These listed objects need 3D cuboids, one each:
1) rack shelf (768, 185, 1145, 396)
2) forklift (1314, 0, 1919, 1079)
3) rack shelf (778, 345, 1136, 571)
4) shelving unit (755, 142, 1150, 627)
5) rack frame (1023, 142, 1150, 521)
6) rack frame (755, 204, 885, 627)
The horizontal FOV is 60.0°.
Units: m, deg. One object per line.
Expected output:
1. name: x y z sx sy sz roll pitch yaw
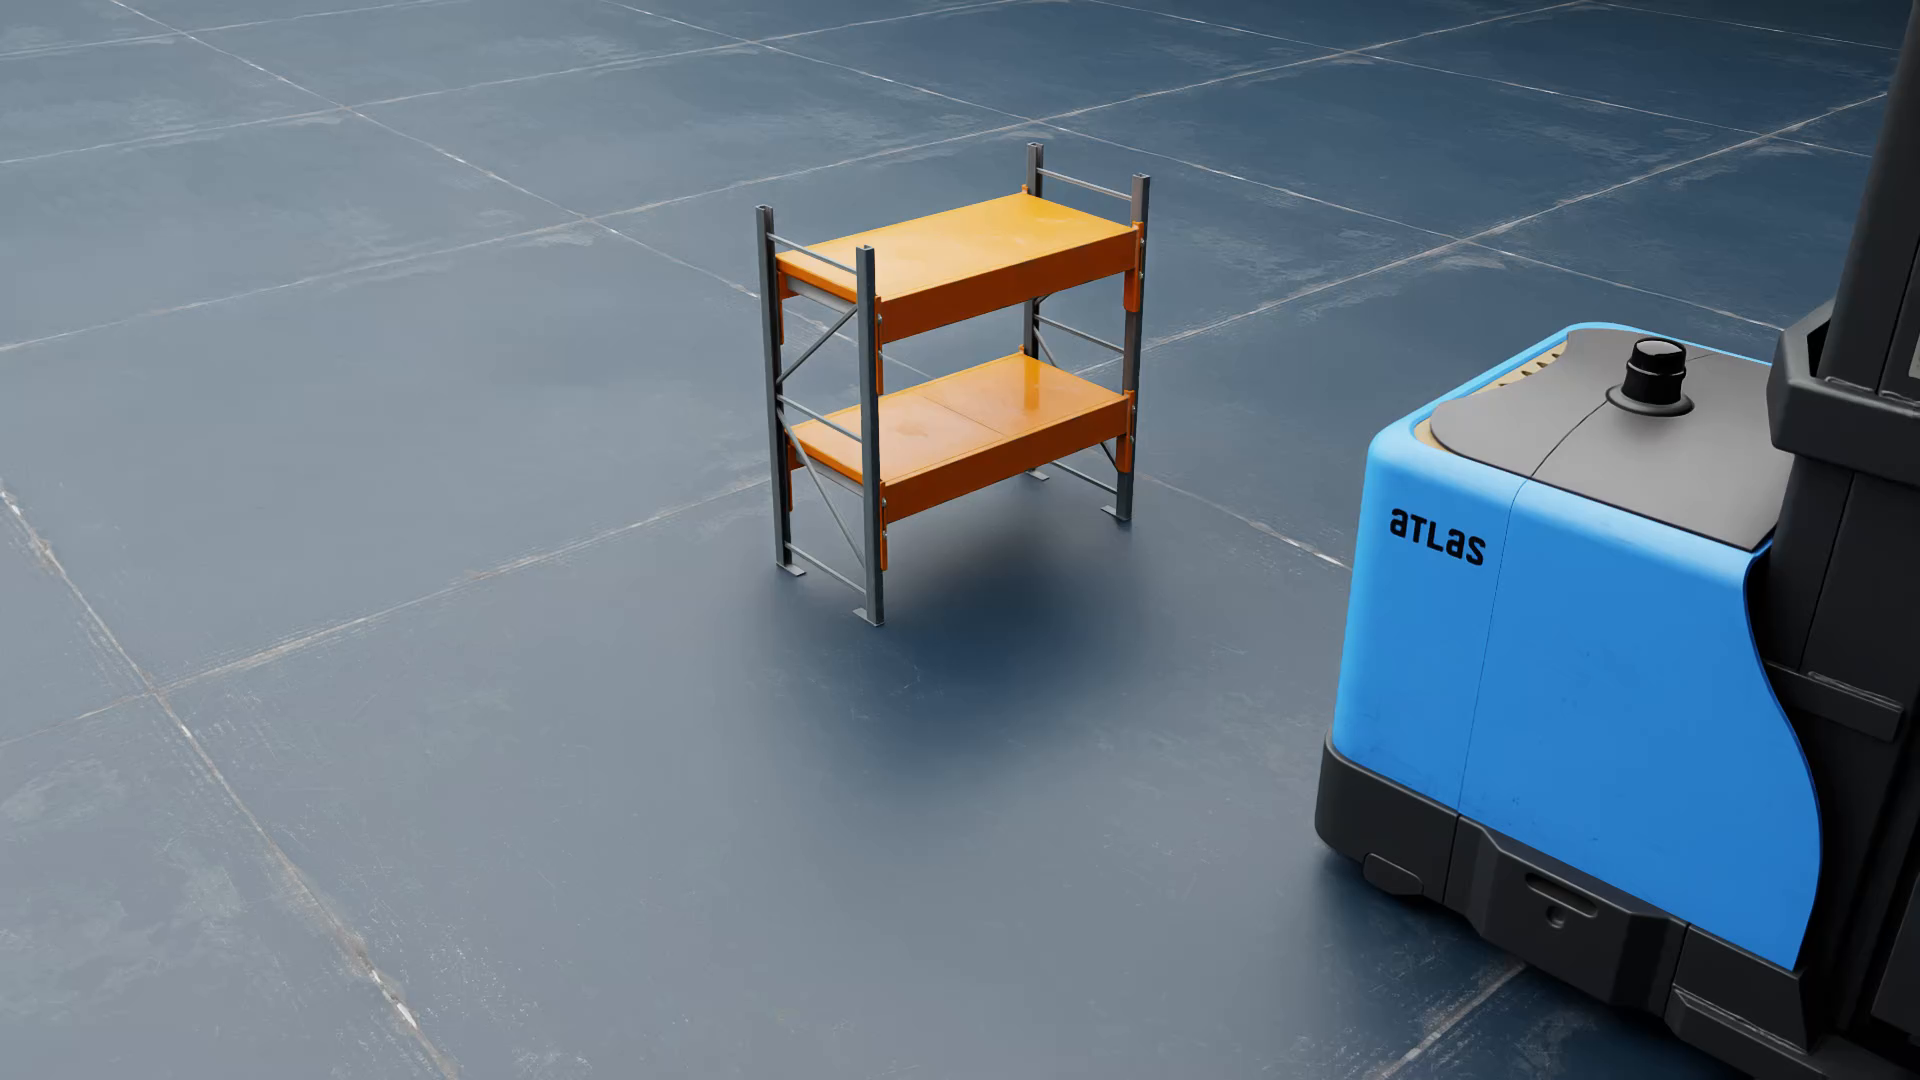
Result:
1. rack shelf: -0.005 -0.752 4.843 1.000 0.278 0.538 -22 35 -35
2. forklift: 2.228 -0.239 2.588 3.031 2.935 1.130 25 37 38
3. rack shelf: -0.005 -0.278 5.096 1.000 0.278 0.538 -22 35 -35
4. shelving unit: -0.005 -0.494 4.981 1.048 1.125 0.538 -22 35 -35
5. rack frame: 0.382 -0.650 5.272 0.032 1.125 0.500 -22 35 -35
6. rack frame: -0.392 -0.339 4.690 0.032 1.125 0.500 -22 35 -35
